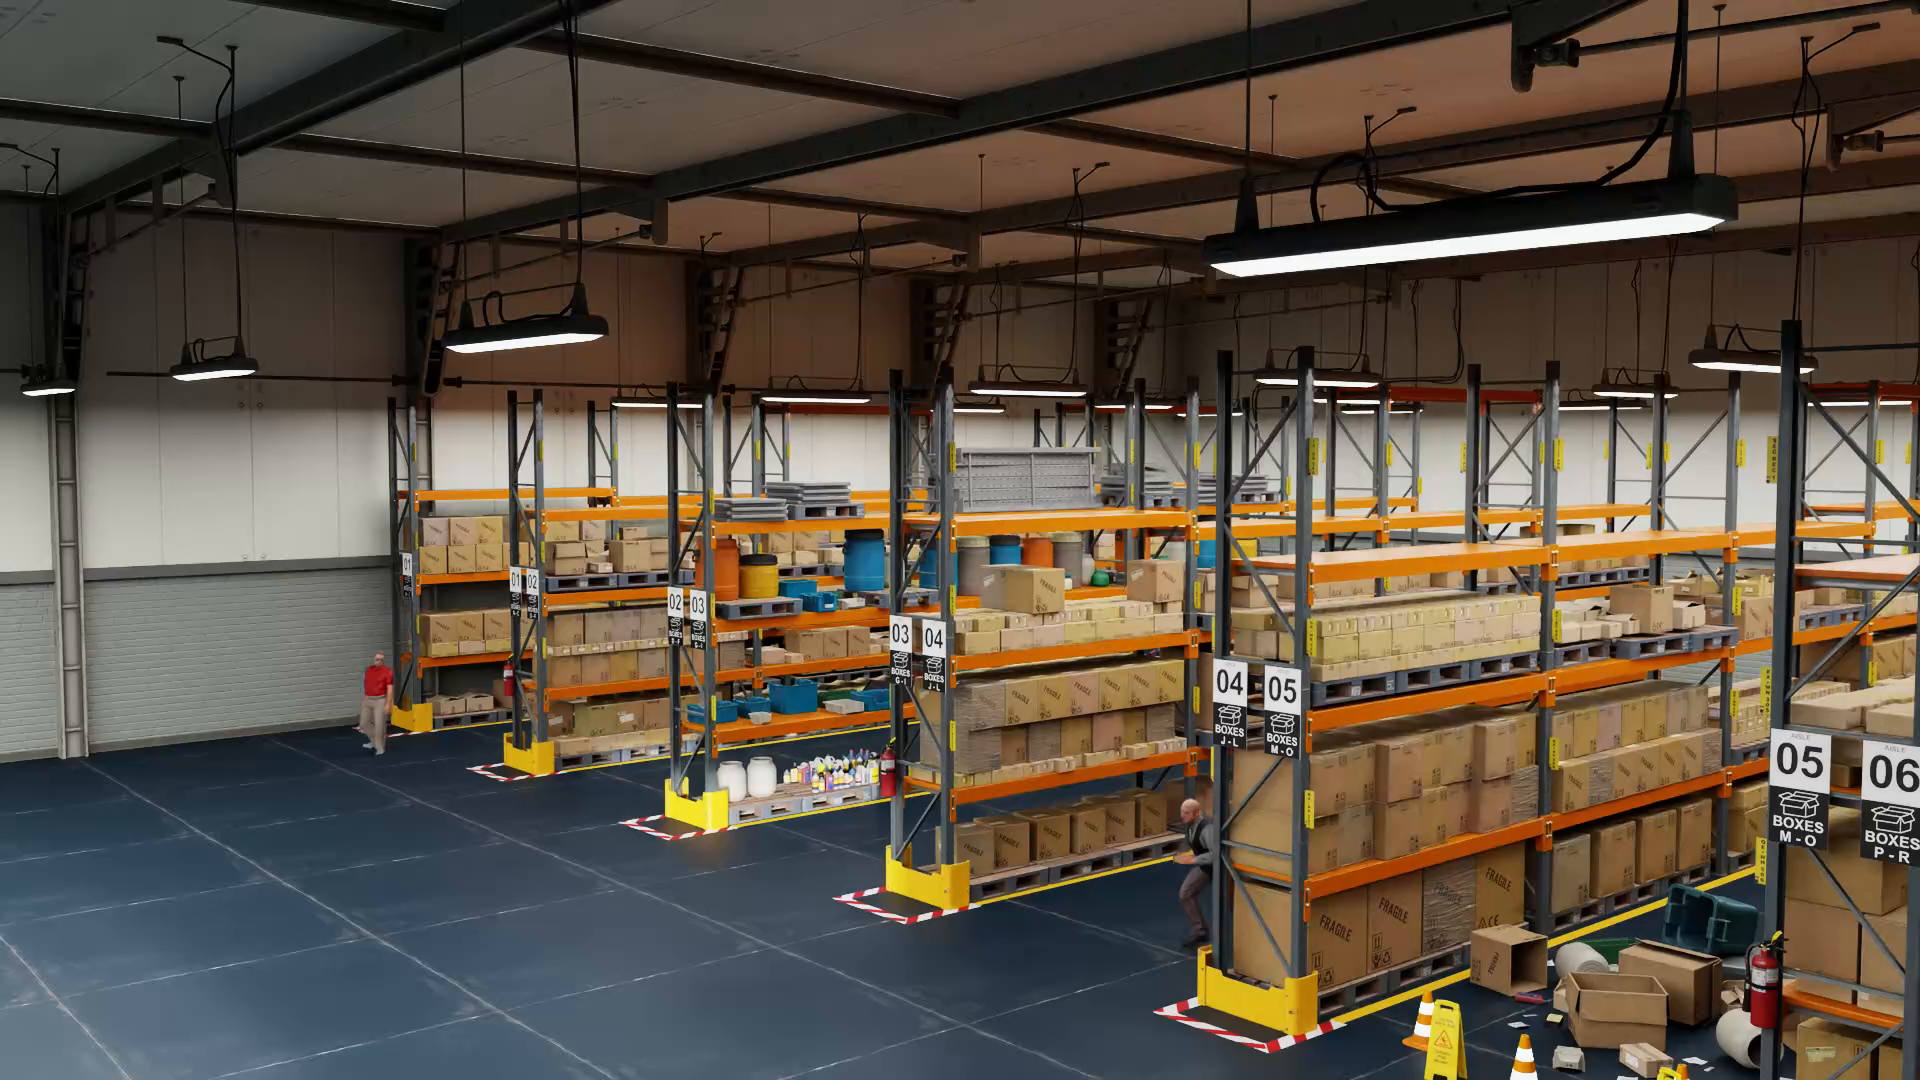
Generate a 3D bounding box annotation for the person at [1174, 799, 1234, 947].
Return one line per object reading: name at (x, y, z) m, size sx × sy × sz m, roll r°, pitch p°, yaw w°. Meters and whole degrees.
person at (2.623, 3.373, 17.013) m, size 1.106 × 1.536 × 0.655 m, roll -2°, pitch 4°, yaw -29°

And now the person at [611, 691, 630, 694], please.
person at (-6.105, 2.550, 30.311) m, size 0.699 × 1.702 × 0.589 m, roll 1°, pitch 4°, yaw 24°

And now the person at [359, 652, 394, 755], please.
person at (-9.683, 2.694, 27.580) m, size 0.664 × 1.714 × 0.503 m, roll 1°, pitch 3°, yaw 15°
